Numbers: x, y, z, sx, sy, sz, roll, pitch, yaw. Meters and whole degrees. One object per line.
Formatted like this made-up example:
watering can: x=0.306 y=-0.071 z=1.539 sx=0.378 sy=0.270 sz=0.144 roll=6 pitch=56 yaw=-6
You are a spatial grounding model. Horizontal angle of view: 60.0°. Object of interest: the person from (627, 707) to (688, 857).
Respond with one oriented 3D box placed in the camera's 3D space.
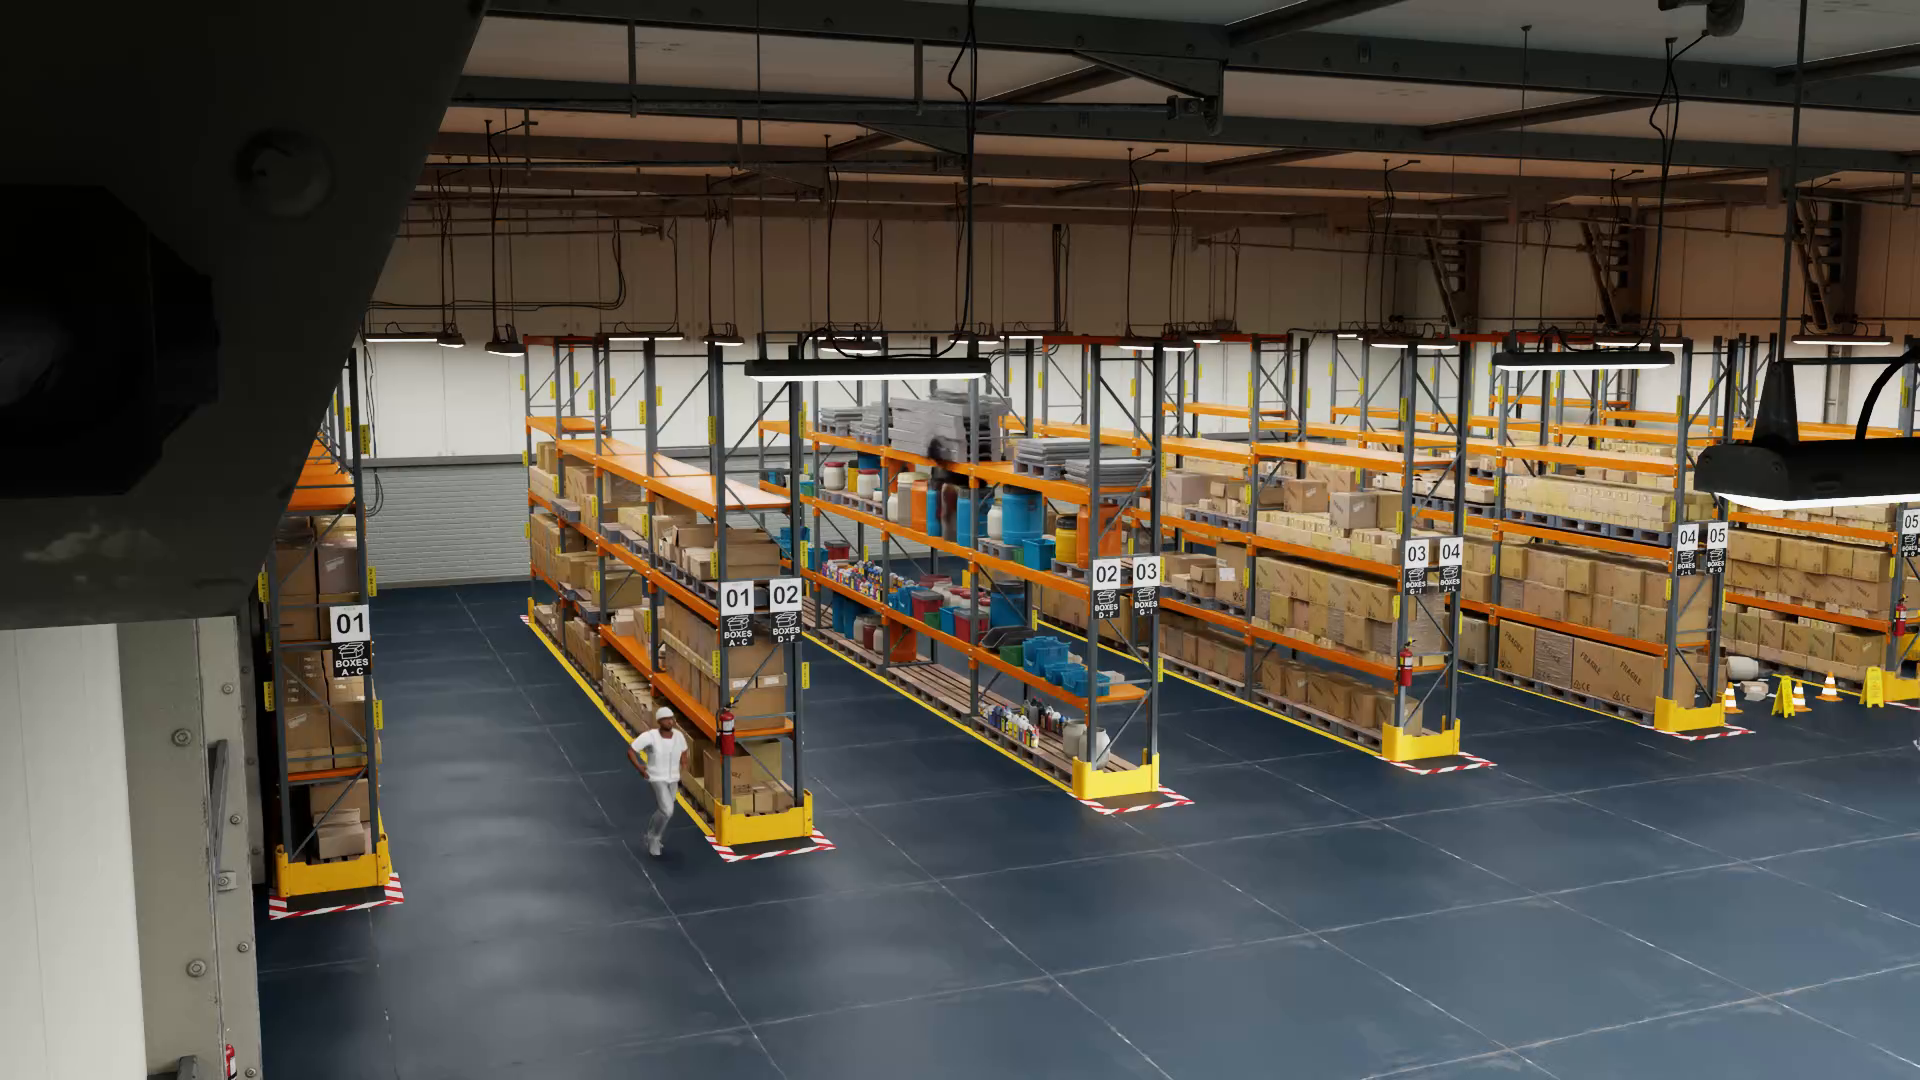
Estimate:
person: x=-3.509 y=2.858 z=19.738 sx=0.611 sy=1.777 sz=0.731 roll=7 pitch=11 yaw=44
